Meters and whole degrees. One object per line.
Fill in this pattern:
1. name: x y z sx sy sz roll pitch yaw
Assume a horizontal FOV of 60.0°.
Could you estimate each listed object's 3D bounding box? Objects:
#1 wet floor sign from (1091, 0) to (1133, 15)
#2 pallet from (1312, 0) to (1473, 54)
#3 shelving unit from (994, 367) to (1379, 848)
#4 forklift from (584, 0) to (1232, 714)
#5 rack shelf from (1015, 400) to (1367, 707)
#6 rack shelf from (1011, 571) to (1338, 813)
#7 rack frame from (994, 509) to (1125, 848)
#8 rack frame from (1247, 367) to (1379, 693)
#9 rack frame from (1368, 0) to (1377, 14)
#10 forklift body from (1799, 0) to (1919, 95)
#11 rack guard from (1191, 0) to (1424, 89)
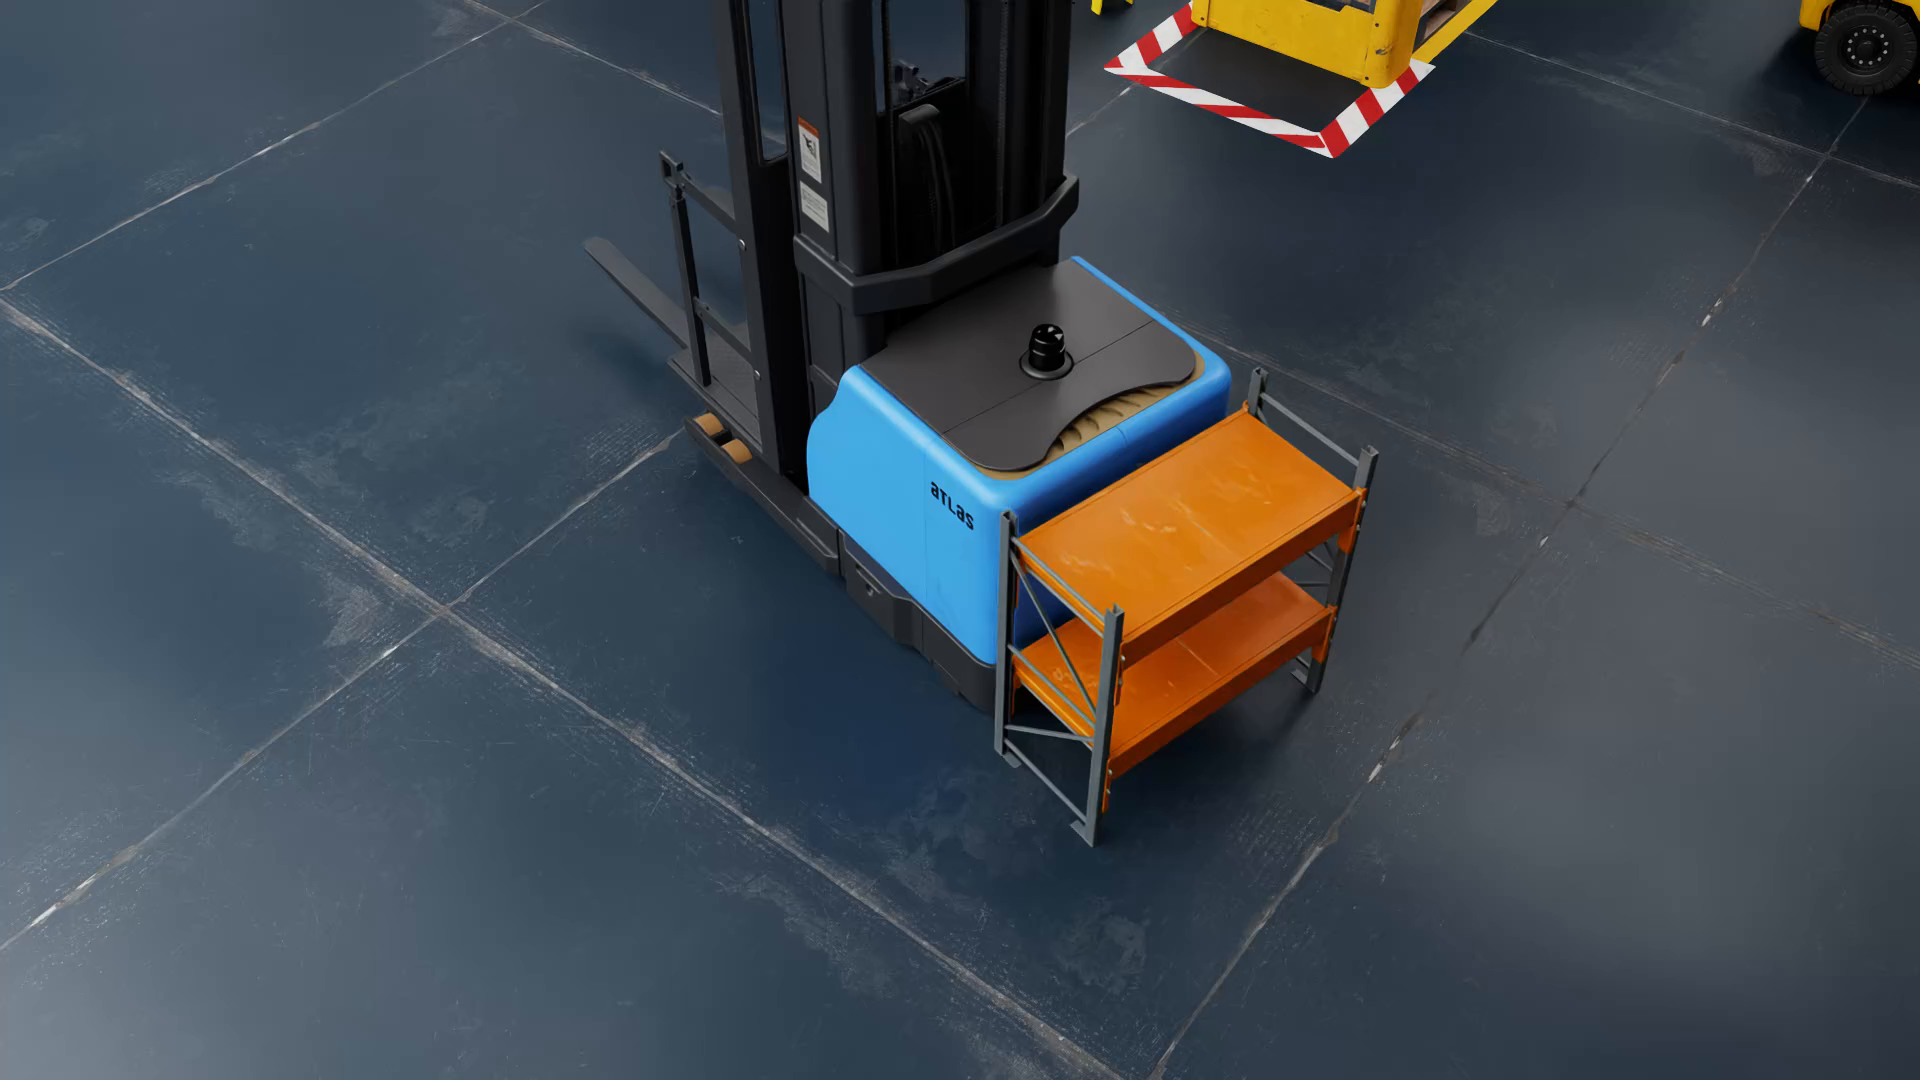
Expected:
1. wet floor sign: 0.771 -3.171 8.832 0.232 0.644 0.267 -25 51 -22
2. pallet: 2.306 -3.149 9.112 1.003 0.211 1.213 29 53 25
3. shelving unit: 0.681 0.220 5.262 1.048 1.125 0.538 -30 53 -25
4. forklift: -0.422 -1.439 5.597 1.130 2.935 3.031 -30 53 -25
5. rack shelf: 0.681 0.018 5.050 1.000 0.278 0.538 -30 53 -25
6. rack shelf: 0.681 0.389 5.438 1.000 0.278 0.538 -30 53 -25
7. rack frame: 0.281 0.447 5.045 0.032 1.125 0.500 -30 53 -25
8. rack frame: 1.080 -0.007 5.479 0.032 1.125 0.500 -30 53 -25
9. rack frame: 1.734 -3.619 7.633 1.000 3.000 0.127 29 53 25
10. forklift body: 5.380 -3.026 7.653 2.313 2.155 1.214 29 53 25
11. rack guard: 1.781 -2.800 8.579 1.175 0.500 0.348 29 53 25
